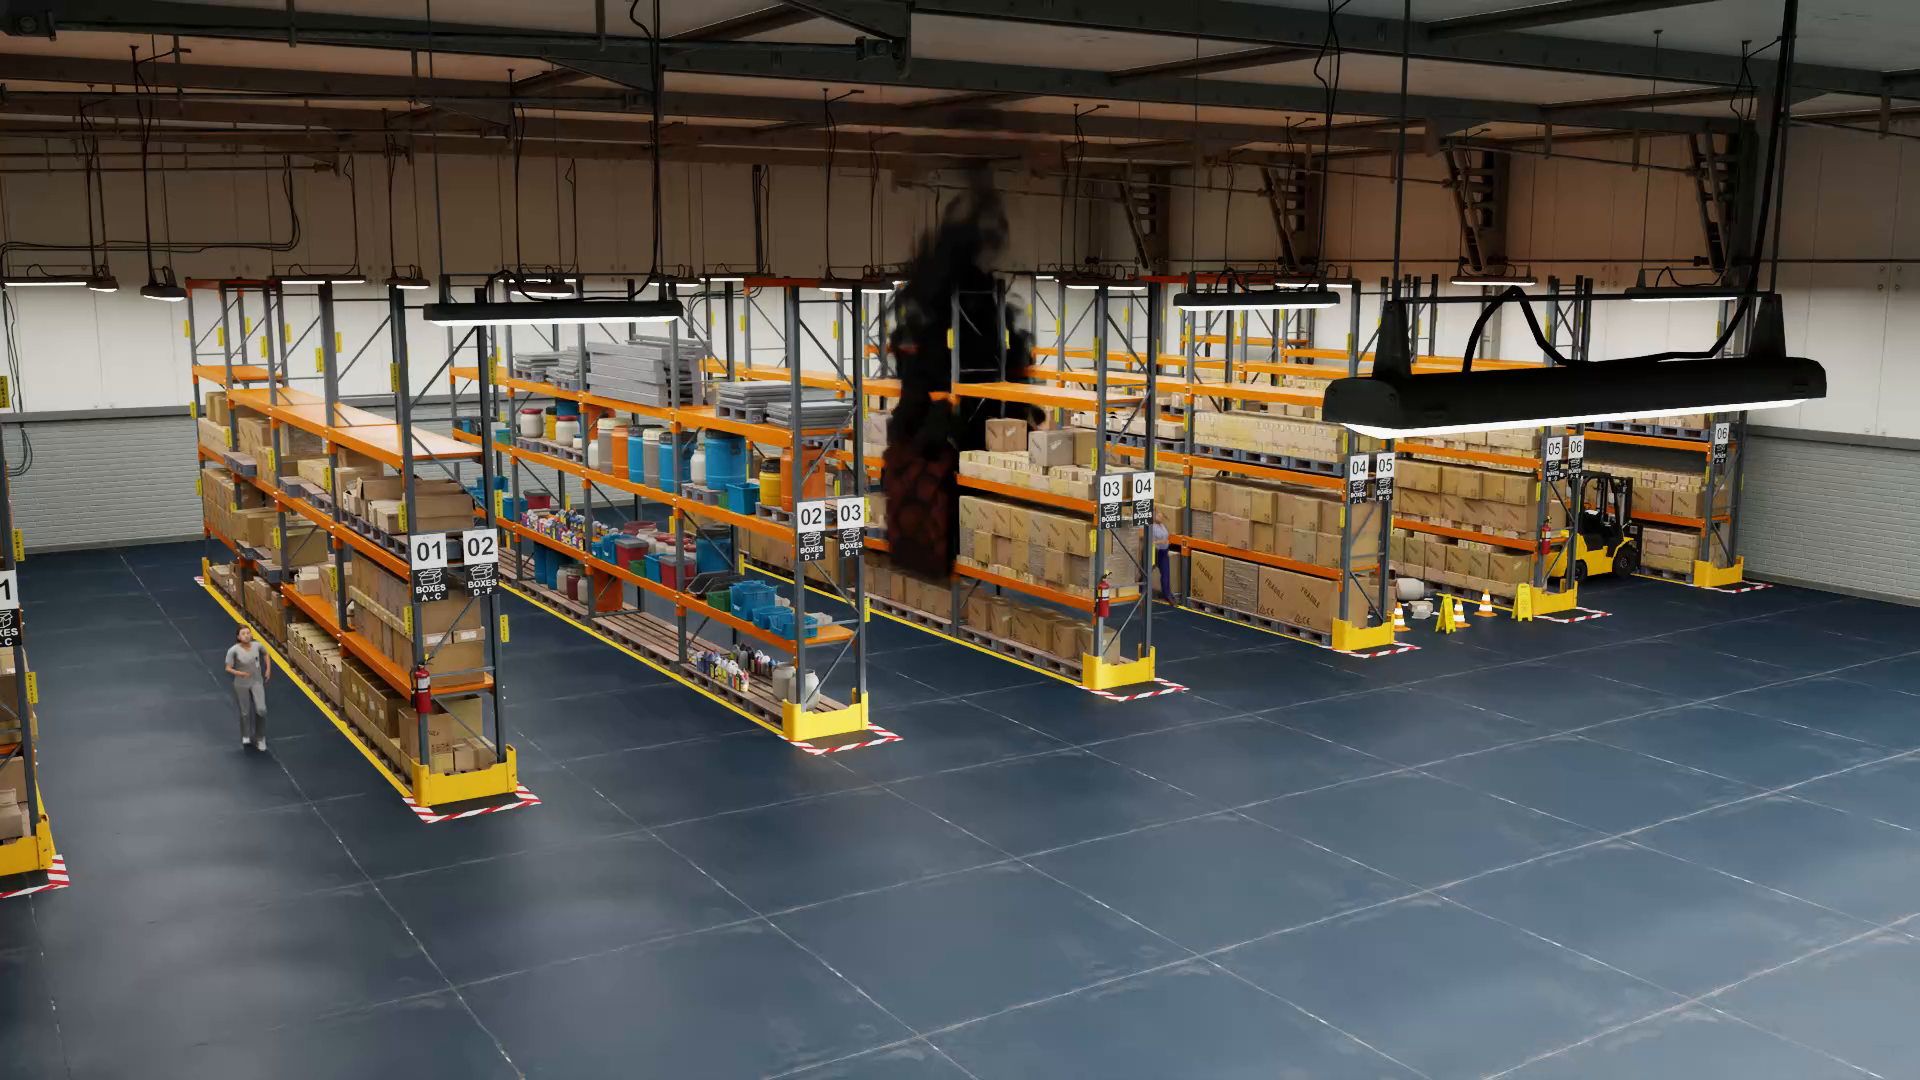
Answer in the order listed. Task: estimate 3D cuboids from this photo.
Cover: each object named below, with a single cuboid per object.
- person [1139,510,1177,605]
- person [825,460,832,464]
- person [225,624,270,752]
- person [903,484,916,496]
[{"bbox_3d":[3.496,0.310,29.410,0.608,1.697,0.822,-7,12,-38],"label":"person"},{"bbox_3d":[-3.394,-1.124,39.866,0.759,1.634,0.679,-2,10,-14],"label":"person"},{"bbox_3d":[-9.225,1.928,21.618,0.576,1.714,0.705,-6,11,-33],"label":"person"},{"bbox_3d":[-1.348,-1.680,42.749,0.519,1.742,0.669,-5,11,-26],"label":"person"}]
